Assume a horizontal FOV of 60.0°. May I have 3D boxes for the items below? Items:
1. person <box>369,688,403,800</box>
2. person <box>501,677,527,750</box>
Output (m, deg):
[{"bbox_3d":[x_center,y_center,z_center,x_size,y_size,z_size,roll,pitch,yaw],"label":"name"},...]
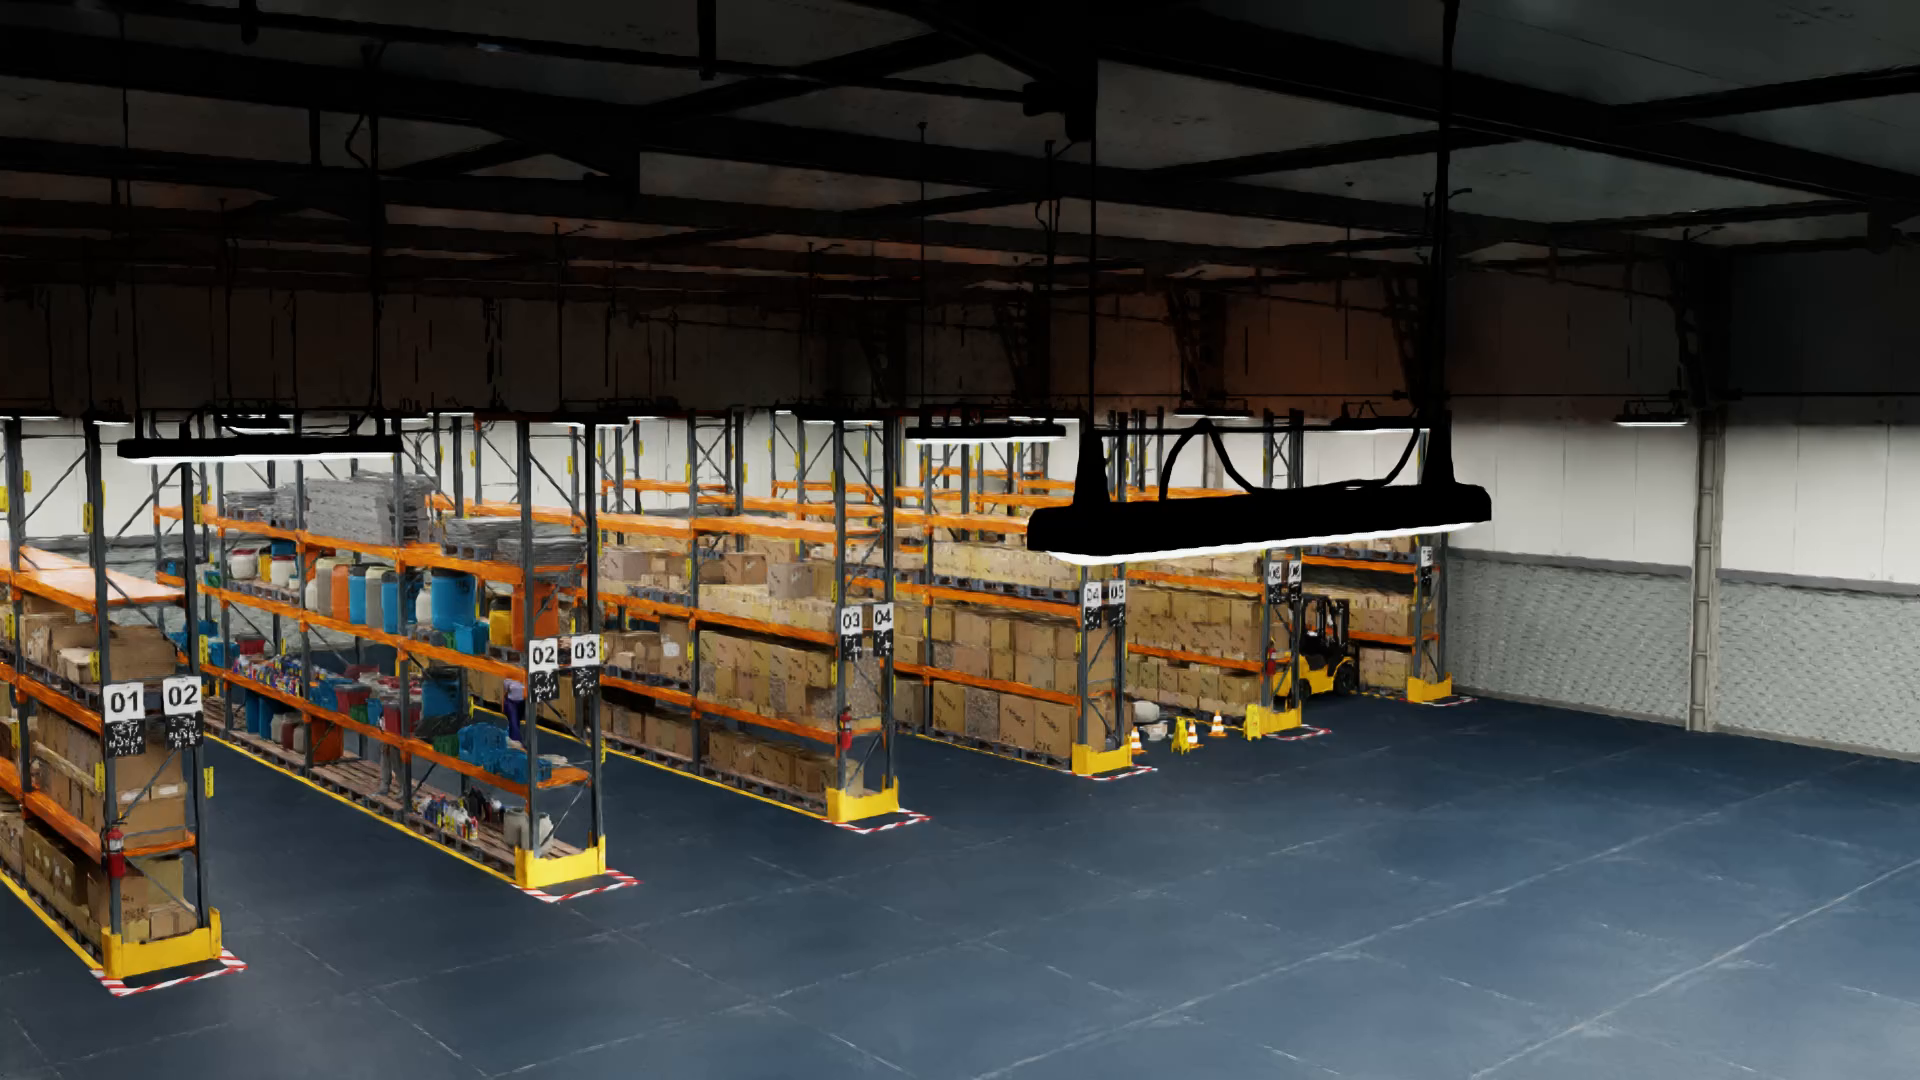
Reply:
[{"bbox_3d":[-8.653,3.065,25.117,0.528,1.672,0.531,-3,6,-32],"label":"person"},{"bbox_3d":[-7.894,2.930,29.679,0.478,1.567,1.074,-5,7,-43],"label":"person"}]
